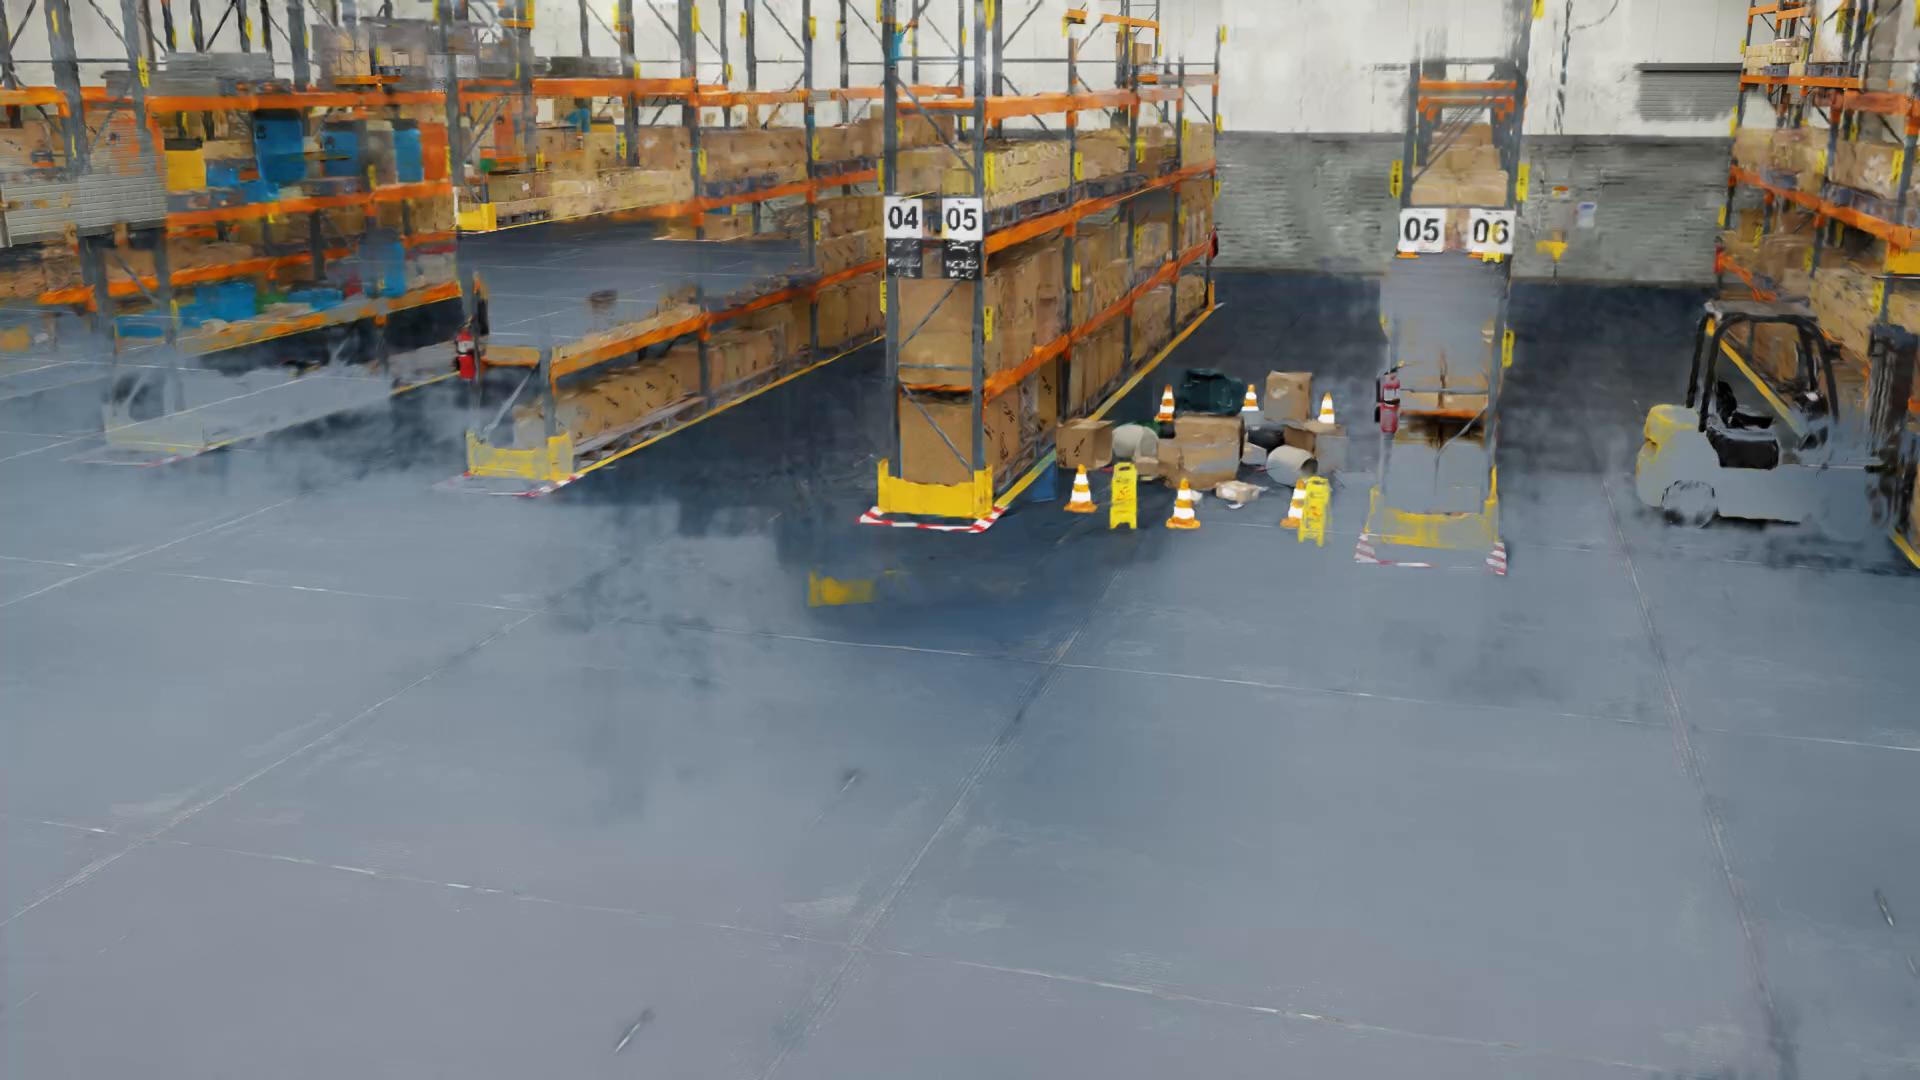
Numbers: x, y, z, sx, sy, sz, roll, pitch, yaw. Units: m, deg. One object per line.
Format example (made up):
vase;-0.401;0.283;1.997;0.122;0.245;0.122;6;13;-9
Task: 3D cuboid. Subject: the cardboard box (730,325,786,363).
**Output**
cardboard box;2.026;-7.397;35.185;0.700;0.500;0.500;3;16;11

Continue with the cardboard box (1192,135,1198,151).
cardboard box;8.876;-11.325;39.122;0.500;0.250;0.500;5;17;17

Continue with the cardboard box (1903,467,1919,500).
cardboard box;14.449;-5.003;26.326;0.500;0.250;0.500;4;16;15

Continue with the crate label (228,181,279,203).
crate label;-3.830;-8.837;31.264;0.502;0.251;0.408;5;16;16

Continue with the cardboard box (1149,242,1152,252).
cardboard box;7.837;-9.043;36.358;0.380;0.149;0.250;5;17;18

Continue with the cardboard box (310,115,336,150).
cardboard box;-6.607;-11.792;40.274;0.600;0.600;0.600;4;16;14

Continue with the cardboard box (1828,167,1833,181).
cardboard box;16.214;-9.071;31.292;0.380;0.166;0.250;5;16;16

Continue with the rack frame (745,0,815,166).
rack frame;2.343;-11.597;35.223;1.000;3.000;0.127;5;16;16

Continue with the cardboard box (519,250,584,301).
cardboard box;0.487;-7.412;28.905;0.500;0.500;0.500;5;16;16

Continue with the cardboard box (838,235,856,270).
cardboard box;3.029;-9.134;37.352;0.500;0.500;0.500;4;16;15

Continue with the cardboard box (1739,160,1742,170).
cardboard box;18.256;-10.714;38.070;0.380;0.149;0.250;5;17;17

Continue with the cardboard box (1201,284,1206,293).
cardboard box;9.467;-9.206;41.698;0.380;0.149;0.250;4;16;14

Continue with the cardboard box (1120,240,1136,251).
cardboard box;7.461;-8.843;35.111;0.380;0.149;0.250;4;16;14

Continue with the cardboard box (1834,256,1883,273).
cardboard box;16.901;-7.931;32.340;0.500;0.500;0.500;5;17;18

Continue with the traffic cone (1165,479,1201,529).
traffic cone;7.295;-4.838;27.039;0.336;0.463;0.334;5;16;16

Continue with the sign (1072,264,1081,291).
sign;6.466;-7.665;30.624;0.100;0.325;0.005;5;16;16

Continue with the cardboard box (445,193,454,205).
cardboard box;-5.321;-11.426;43.601;0.500;0.500;0.500;4;16;14

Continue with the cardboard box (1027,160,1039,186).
cardboard box;5.609;-8.473;28.485;0.500;0.250;0.500;5;16;16

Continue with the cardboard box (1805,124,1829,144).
cardboard box;17.720;-10.434;34.825;0.396;0.266;0.258;4;16;15

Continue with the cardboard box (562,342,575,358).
cardboard box;0.469;-6.617;29.120;0.380;0.149;0.250;5;16;16

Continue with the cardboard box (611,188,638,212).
cardboard box;0.883;-8.496;30.063;0.500;0.250;0.500;5;17;18

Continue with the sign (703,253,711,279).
sign;1.729;-8.040;32.093;0.100;0.325;0.005;5;16;16

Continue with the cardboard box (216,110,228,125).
cardboard box;-10.156;-13.191;44.289;0.500;0.500;0.500;4;16;15

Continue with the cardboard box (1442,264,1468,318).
cardboard box;9.979;-7.065;27.679;0.700;0.500;0.500;5;16;16

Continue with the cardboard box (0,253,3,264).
cardboard box;-8.525;-8.373;33.482;0.380;0.149;0.250;5;17;17

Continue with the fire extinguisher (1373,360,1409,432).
fire extinguisher;9.097;-5.818;25.985;0.296;0.674;0.183;5;16;16

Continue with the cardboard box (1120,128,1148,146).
cardboard box;7.630;-10.448;35.085;0.396;0.266;0.258;5;16;16

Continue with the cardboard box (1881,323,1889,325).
cardboard box;15.091;-6.464;27.938;0.500;0.500;0.500;4;16;14

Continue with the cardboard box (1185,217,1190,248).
cardboard box;8.723;-9.777;39.074;0.500;0.500;0.500;5;16;16

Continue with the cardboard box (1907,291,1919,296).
cardboard box;16.119;-7.210;29.380;0.380;0.149;0.250;5;16;16

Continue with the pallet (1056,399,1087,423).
pallet;6.080;-6.119;32.016;1.003;0.211;1.213;5;16;16

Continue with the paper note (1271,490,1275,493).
paper note;8.443;-4.986;28.389;0.032;0.001;0.123;5;16;16

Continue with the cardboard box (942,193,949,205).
cardboard box;4.711;-8.025;27.636;0.380;0.149;0.250;5;17;17

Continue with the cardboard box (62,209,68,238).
cardboard box;-11.521;-10.171;40.426;0.500;0.500;0.500;5;17;18

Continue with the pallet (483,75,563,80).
pallet;-2.171;-11.884;37.315;1.213;0.211;1.003;5;16;16

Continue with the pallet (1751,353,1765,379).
pallet;17.546;-7.047;35.289;1.003;0.211;1.213;5;16;16

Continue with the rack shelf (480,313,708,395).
rack shelf;0.638;-6.795;30.606;1.077;0.370;4.000;5;16;16

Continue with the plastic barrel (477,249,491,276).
plastic barrel;-2.493;-8.863;36.374;0.421;0.512;0.421;0;16;0

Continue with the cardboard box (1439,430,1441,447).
cardboard box;10.510;-5.693;28.299;0.500;0.500;0.500;6;17;19

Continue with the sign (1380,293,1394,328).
sign;9.045;-6.606;25.923;0.100;0.325;0.005;5;16;16

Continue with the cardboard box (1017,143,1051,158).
cardboard box;5.848;-8.823;28.989;0.380;0.149;0.250;5;16;16

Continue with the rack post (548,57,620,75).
rack post;-1.538;-12.773;39.509;0.937;0.300;0.954;4;16;15

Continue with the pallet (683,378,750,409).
pallet;1.426;-6.526;33.452;1.003;0.211;1.213;5;16;16

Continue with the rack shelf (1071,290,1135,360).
rack shelf;6.501;-7.430;32.846;1.077;0.370;4.000;5;16;16

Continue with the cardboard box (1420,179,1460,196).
cardboard box;9.846;-7.991;27.008;0.380;0.149;0.250;4;16;14

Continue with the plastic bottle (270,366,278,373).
plastic bottle;-4.310;-6.685;33.071;0.061;0.283;0.133;5;17;18

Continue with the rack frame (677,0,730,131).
rack frame;-0.132;-14.074;43.957;1.000;3.000;0.127;5;16;16

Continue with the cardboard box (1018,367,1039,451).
cardboard box;5.435;-6.038;29.742;0.875;0.875;0.875;5;17;16

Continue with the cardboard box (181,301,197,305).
cardboard box;-7.354;-8.204;37.499;0.500;0.311;0.500;5;16;16

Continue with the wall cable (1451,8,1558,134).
wall cable;16.185;-14.372;45.009;2.355;3.000;0.029;5;16;16

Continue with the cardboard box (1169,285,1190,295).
cardboard box;8.972;-8.944;40.229;0.380;0.149;0.250;5;17;16

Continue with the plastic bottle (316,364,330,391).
plastic bottle;-3.595;-6.660;32.860;0.144;0.351;0.185;5;16;16

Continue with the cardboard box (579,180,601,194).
cardboard box;0.708;-8.499;29.345;0.380;0.149;0.250;5;16;16

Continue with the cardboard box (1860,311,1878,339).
cardboard box;15.362;-6.828;28.765;0.500;0.250;0.500;4;16;15

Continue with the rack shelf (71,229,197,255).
rack shelf;-11.336;-10.040;42.048;1.077;0.370;4.000;5;16;16
